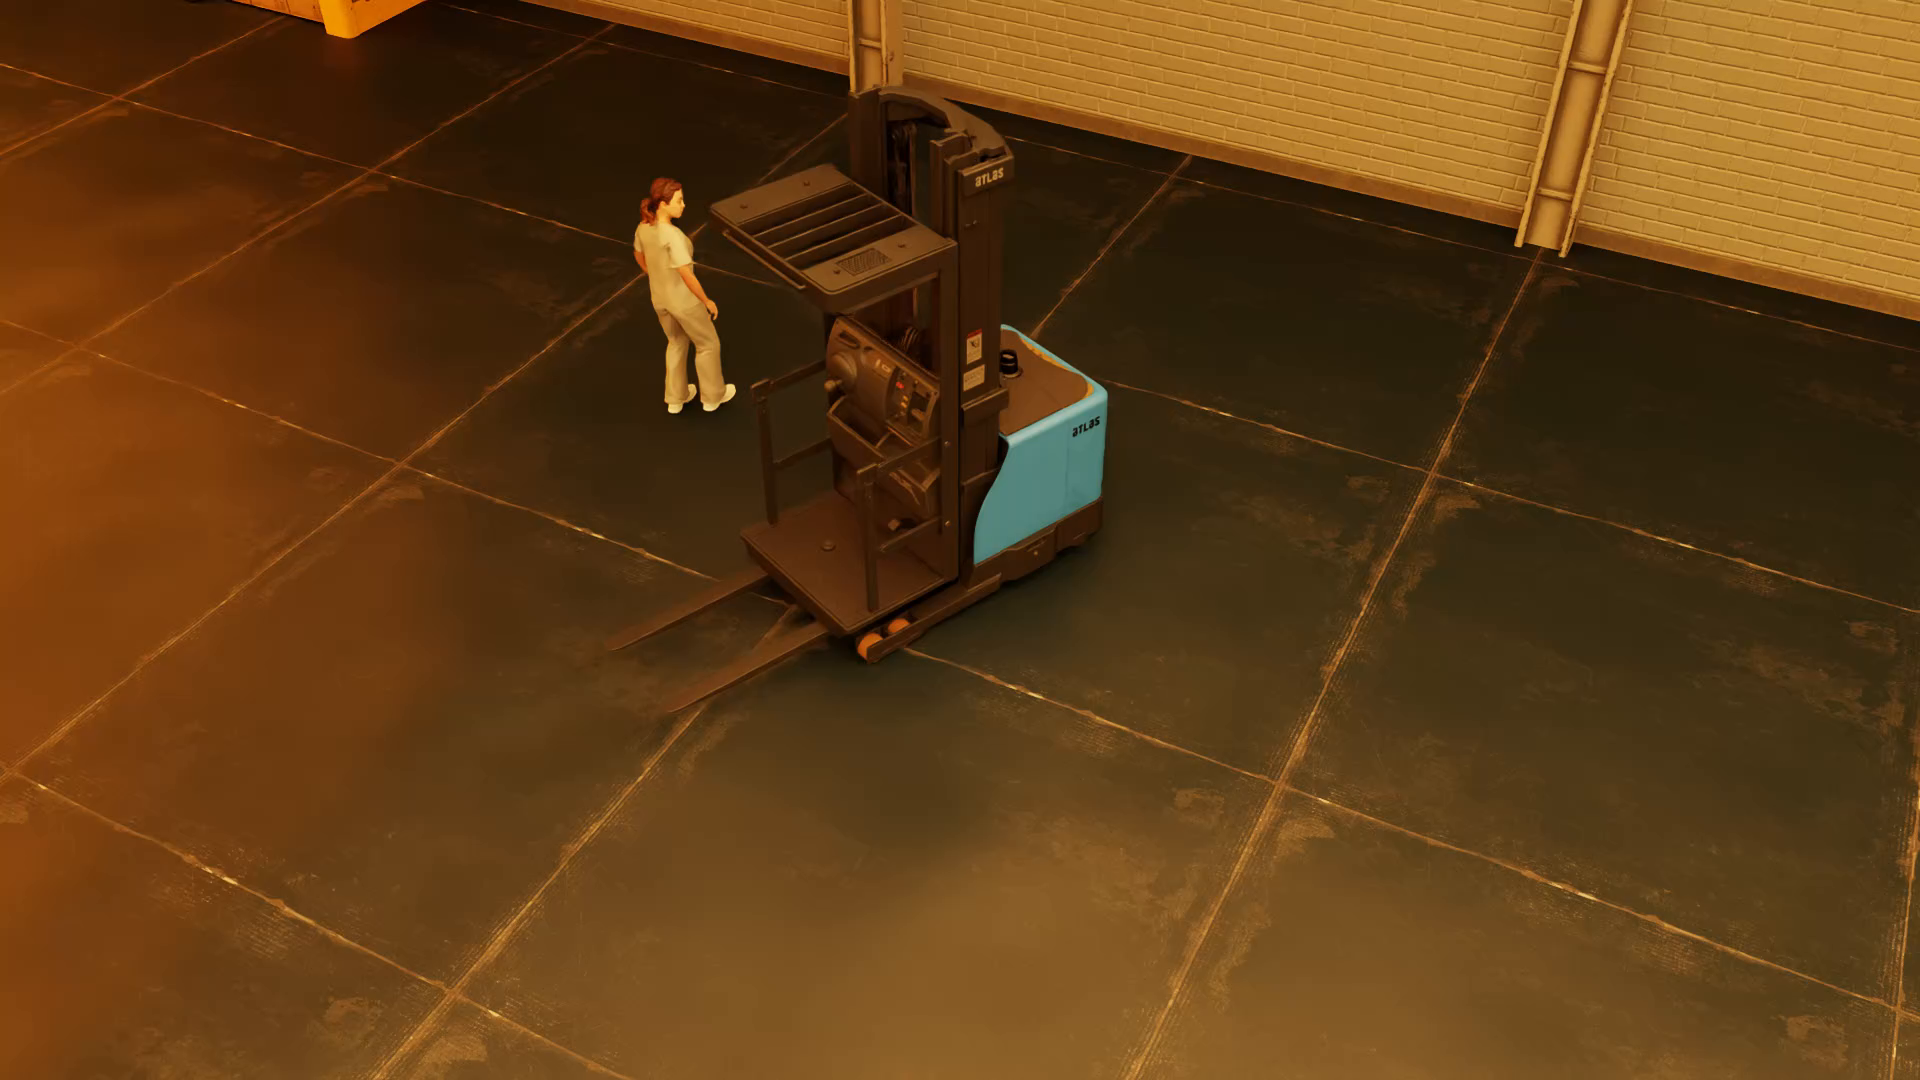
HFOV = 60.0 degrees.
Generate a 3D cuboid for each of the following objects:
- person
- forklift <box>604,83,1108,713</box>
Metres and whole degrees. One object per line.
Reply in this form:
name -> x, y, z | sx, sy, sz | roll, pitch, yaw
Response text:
person -> -1.799, -1.595, 10.871 | 0.633, 1.657, 0.471 | 27, 47, 28
forklift -> -0.589, -0.812, 8.950 | 3.031, 2.935, 1.130 | -28, 47, -29
